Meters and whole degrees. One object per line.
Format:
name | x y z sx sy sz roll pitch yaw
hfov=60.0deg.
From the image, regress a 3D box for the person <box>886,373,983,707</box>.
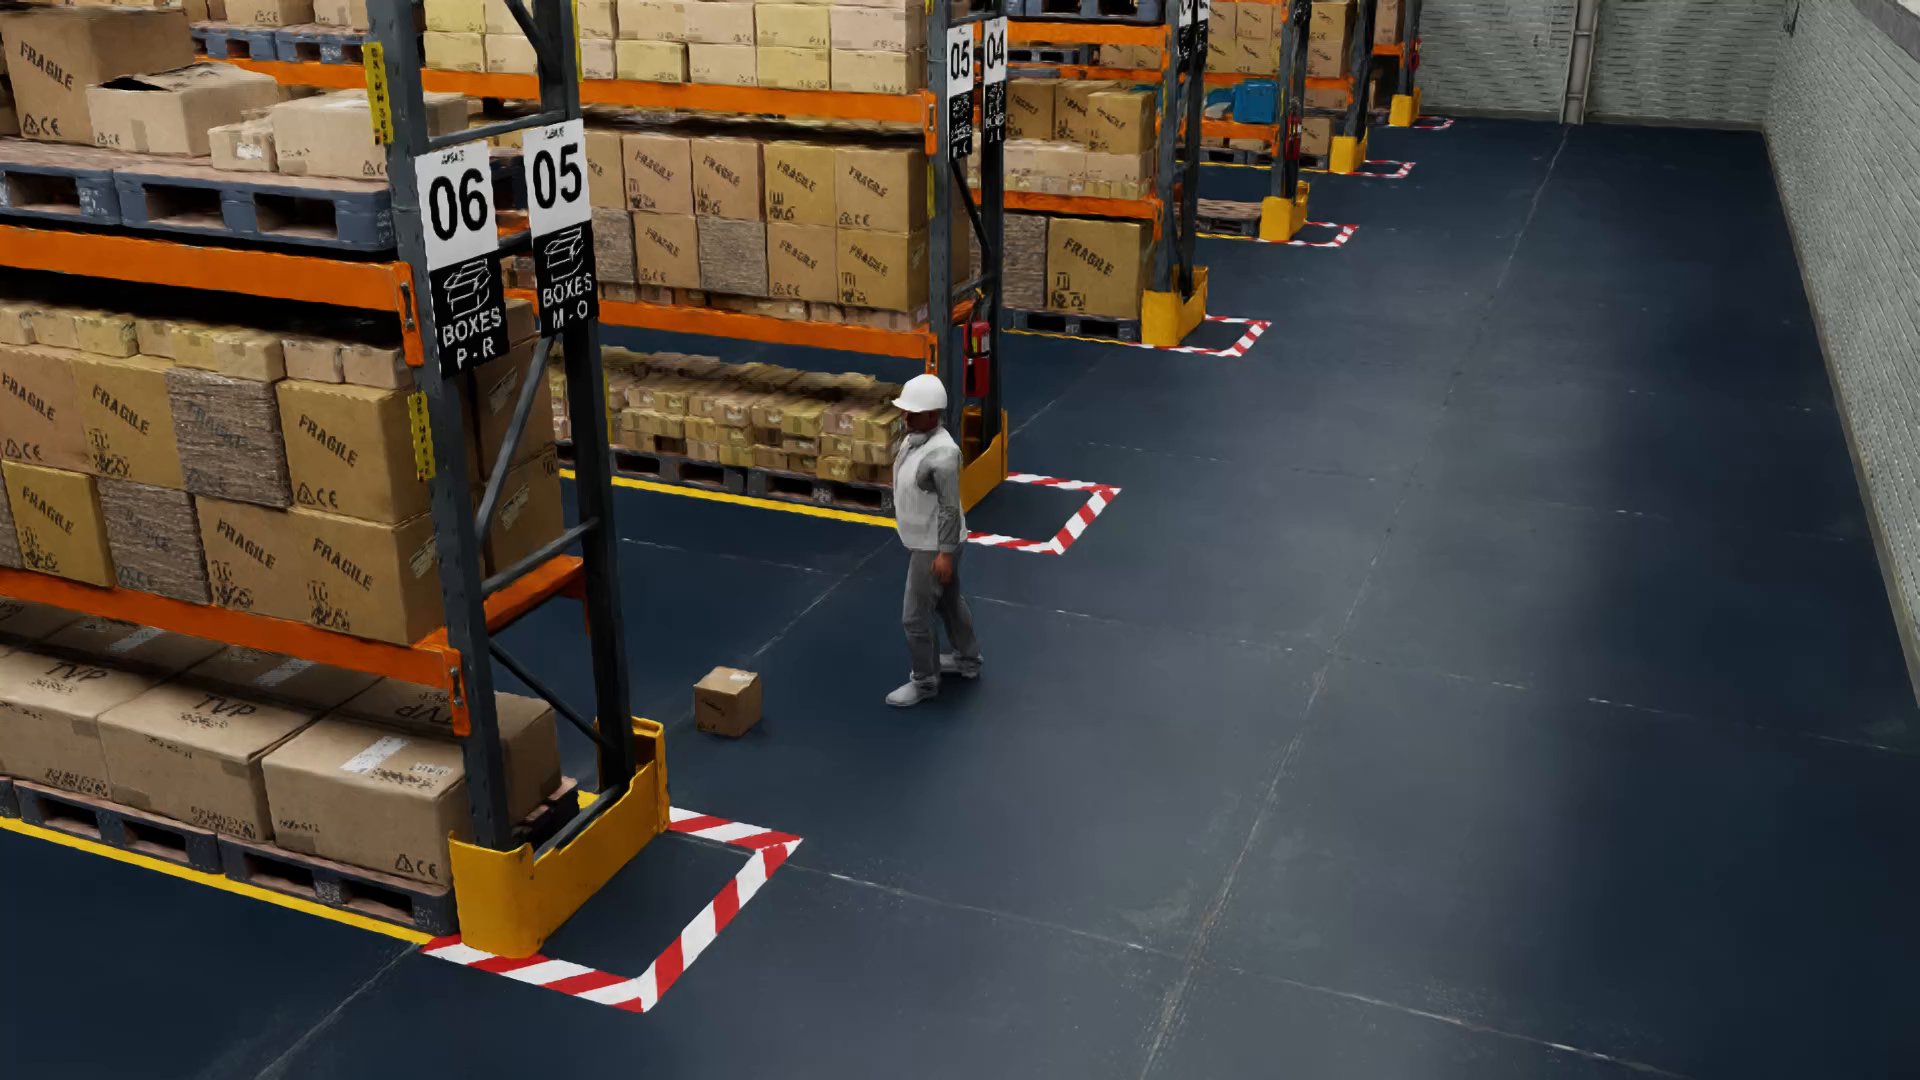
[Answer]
person | -0.138 -0.017 8.598 0.565 1.769 0.554 -4 23 -11
